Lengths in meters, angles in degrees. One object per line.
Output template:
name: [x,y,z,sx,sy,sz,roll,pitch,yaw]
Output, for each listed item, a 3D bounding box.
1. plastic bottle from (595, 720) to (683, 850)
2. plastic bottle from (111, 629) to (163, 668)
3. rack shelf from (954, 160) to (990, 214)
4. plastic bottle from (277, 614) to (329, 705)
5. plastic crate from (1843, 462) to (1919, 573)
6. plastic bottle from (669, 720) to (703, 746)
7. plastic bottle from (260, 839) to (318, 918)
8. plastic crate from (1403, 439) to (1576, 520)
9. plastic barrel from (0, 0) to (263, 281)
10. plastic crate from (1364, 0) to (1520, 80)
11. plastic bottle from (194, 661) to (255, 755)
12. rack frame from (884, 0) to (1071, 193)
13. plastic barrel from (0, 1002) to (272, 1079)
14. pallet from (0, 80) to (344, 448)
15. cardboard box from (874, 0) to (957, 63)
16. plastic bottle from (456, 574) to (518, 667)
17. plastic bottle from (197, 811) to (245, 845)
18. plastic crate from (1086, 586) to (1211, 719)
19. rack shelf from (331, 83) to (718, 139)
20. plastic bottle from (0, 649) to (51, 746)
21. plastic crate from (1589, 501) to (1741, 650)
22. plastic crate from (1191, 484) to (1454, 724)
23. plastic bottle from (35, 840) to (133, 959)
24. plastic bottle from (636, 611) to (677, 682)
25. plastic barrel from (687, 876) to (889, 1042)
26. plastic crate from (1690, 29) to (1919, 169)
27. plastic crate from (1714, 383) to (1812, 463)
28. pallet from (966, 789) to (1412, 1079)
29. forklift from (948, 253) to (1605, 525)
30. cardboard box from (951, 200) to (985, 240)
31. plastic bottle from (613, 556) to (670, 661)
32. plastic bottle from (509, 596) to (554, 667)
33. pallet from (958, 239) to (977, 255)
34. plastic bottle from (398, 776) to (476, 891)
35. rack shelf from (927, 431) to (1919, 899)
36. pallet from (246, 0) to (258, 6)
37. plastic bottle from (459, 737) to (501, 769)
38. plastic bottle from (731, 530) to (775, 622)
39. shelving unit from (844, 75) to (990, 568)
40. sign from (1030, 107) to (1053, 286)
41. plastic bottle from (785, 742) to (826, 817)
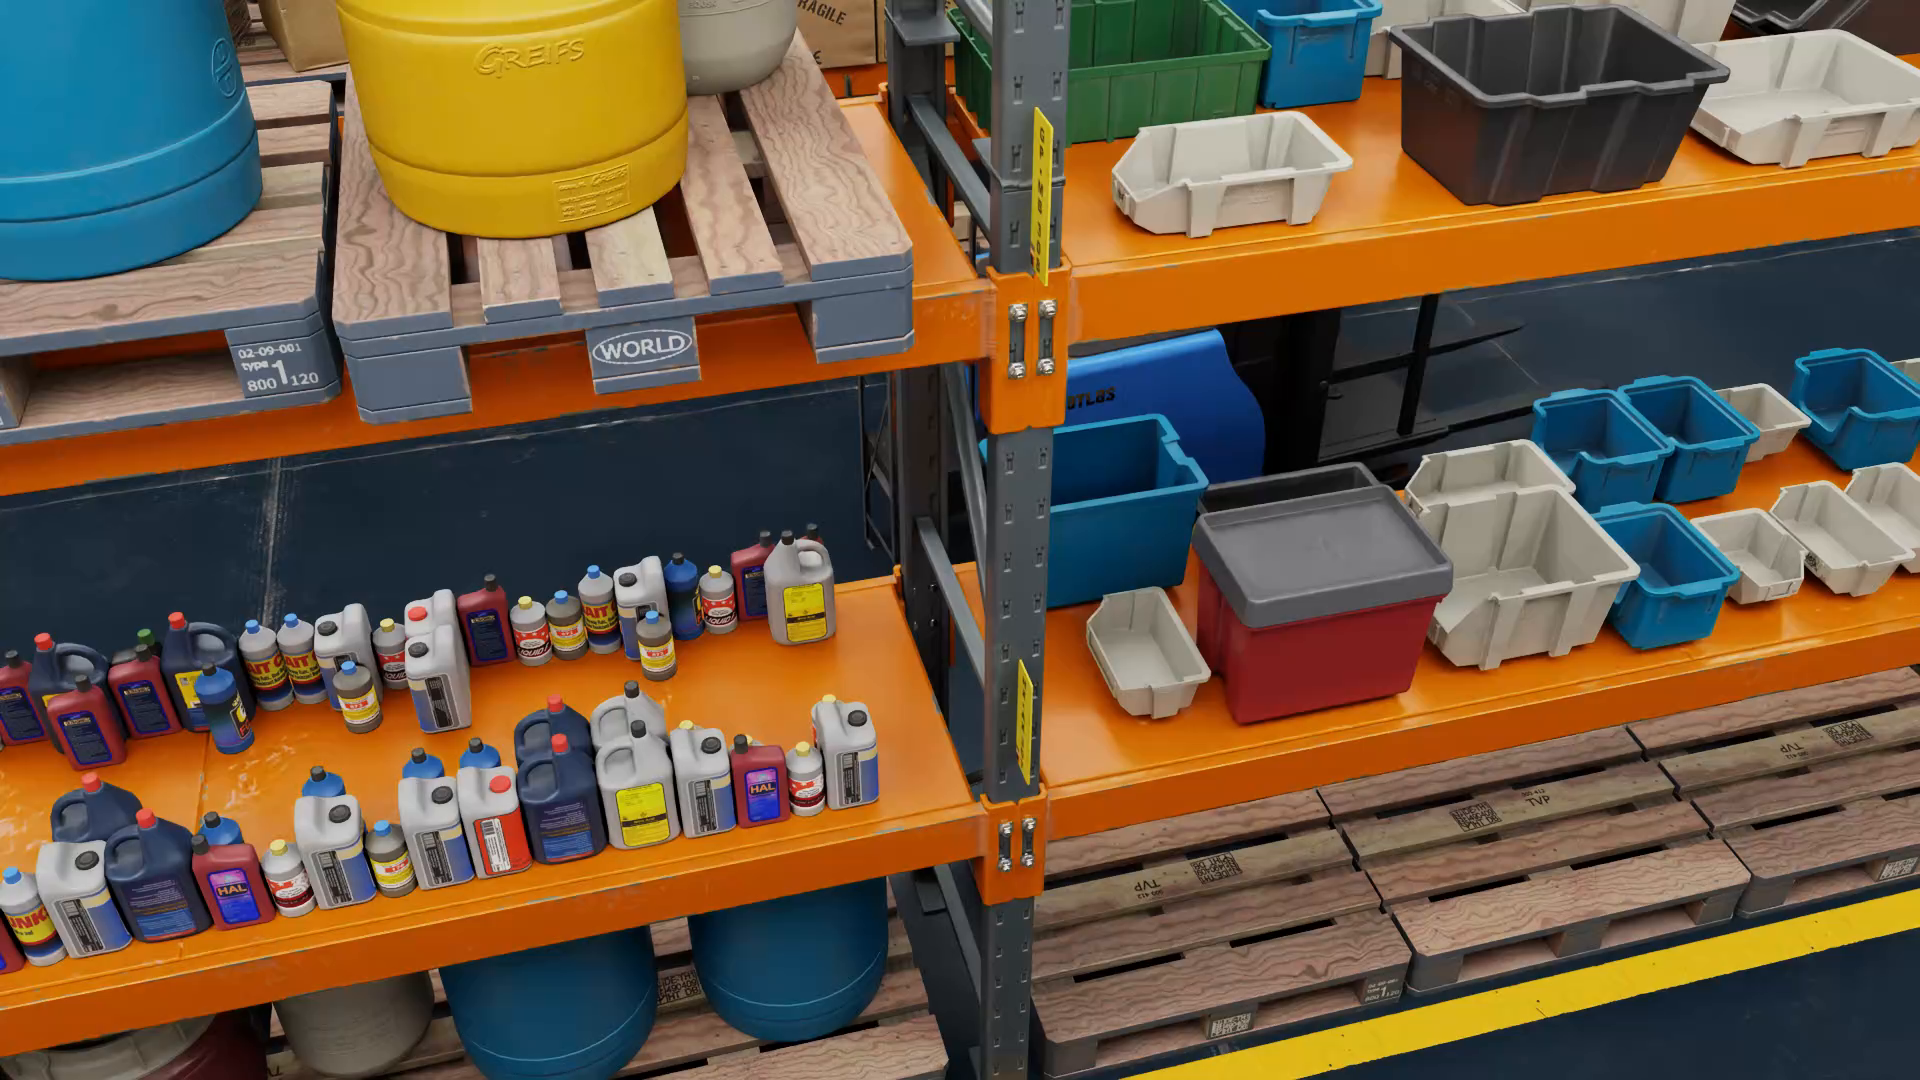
plastic bottle: [-0.790,0.582,4.060,0.185,0.351,0.144,-9,38,-12]
plastic bottle: [-2.159,0.360,4.407,0.133,0.283,0.061,-9,38,-12]
rack shelf: [-0.109,-1.327,6.126,0.480,0.518,0.431,-14,39,-17]
plastic bottle: [-1.771,0.312,4.479,0.097,0.271,0.097,0,37,0]
plastic crate: [2.850,-0.055,5.020,0.243,0.136,0.396,-9,38,-12]
plastic bottle: [-0.687,0.544,4.234,0.097,0.201,0.097,0,37,0]
plastic bottle: [-1.582,0.786,3.917,0.097,0.201,0.097,0,37,0]
plastic crate: [1.615,-0.146,5.140,0.466,0.136,0.293,-9,38,-12]
plastic barrel: [-1.596,-0.972,2.825,0.708,0.901,0.600,-9,38,-12]
plastic crate: [1.141,-1.286,4.211,0.466,0.136,0.293,-9,38,-12]
plastic bottle: [-1.921,0.427,4.328,0.097,0.271,0.097,0,37,0]
rack frame: [0.012,-2.157,2.664,0.127,3.000,1.000,-9,38,-12]
plastic barrel: [-2.291,1.384,4.612,0.708,0.588,0.600,-9,38,-12]
pallet: [-1.813,-0.528,3.158,1.213,0.211,1.003,-9,38,-12]
cardboard box: [-0.219,-2.724,8.260,0.500,0.500,0.500,-9,38,-11]
plastic bottle: [-1.310,0.220,4.589,0.133,0.283,0.061,-9,38,-12]
plastic bottle: [-1.727,0.744,3.914,0.097,0.271,0.097,0,37,0]
plastic crate: [0.499,0.316,4.535,0.243,0.136,0.396,-9,38,-12]
rack shelf: [-3.206,-2.078,8.090,4.000,0.370,1.077,-9,38,-12]
plastic bottle: [-2.467,0.410,4.341,0.133,0.283,0.061,-9,38,-12]
plastic crate: [1.958,0.110,4.726,0.300,0.233,0.416,-9,38,-12]
plastic crate: [0.940,0.182,4.442,0.583,0.464,0.402,-9,38,-12]
plastic bottle: [-2.009,0.810,3.825,0.135,0.276,0.152,-9,38,-12]
plastic bottle: [-0.837,0.282,4.576,0.097,0.201,0.097,0,37,0]
plastic barrel: [-0.517,0.968,4.897,0.708,0.901,0.600,-9,38,-12]
plastic crate: [1.944,-1.022,3.866,0.530,0.136,0.437,-9,38,-12]
plastic crate: [2.564,-0.372,5.435,0.298,0.136,0.250,-9,38,-12]
pallet: [0.712,1.194,5.516,1.213,0.211,1.003,-9,38,-12]
forklift: [1.512,-1.562,6.880,3.031,2.935,1.130,-14,39,-17]
cardboard box: [0.019,-1.813,9.121,0.250,0.166,0.380,-9,38,-12]
plastic bottle: [-0.887,0.182,4.645,0.135,0.276,0.152,-9,38,-12]
plastic bottle: [-1.194,0.245,4.624,0.097,0.201,0.097,0,37,0]
pallet: [-0.612,-1.681,9.274,1.213,0.211,1.003,-9,38,-12]
plastic bottle: [-1.253,0.686,3.987,0.135,0.276,0.152,-9,38,-12]
rack shelf: [1.943,0.194,5.119,4.000,0.370,1.077,-9,38,-12]
pallet: [-5.652,-3.925,12.208,1.213,0.211,1.003,-9,38,-12]
plastic bottle: [-1.174,0.596,4.108,0.097,0.271,0.097,0,37,0]
plastic bottle: [-0.582,0.101,4.746,0.133,0.283,0.061,-9,38,-12]
shelving unit: [-0.109,-0.781,6.543,0.503,2.100,0.431,-14,39,-17]
sign: [0.154,-0.647,3.150,0.005,0.325,0.100,-9,38,-12]
plastic bottle: [-0.389,0.591,4.173,0.097,0.201,0.097,0,37,0]
